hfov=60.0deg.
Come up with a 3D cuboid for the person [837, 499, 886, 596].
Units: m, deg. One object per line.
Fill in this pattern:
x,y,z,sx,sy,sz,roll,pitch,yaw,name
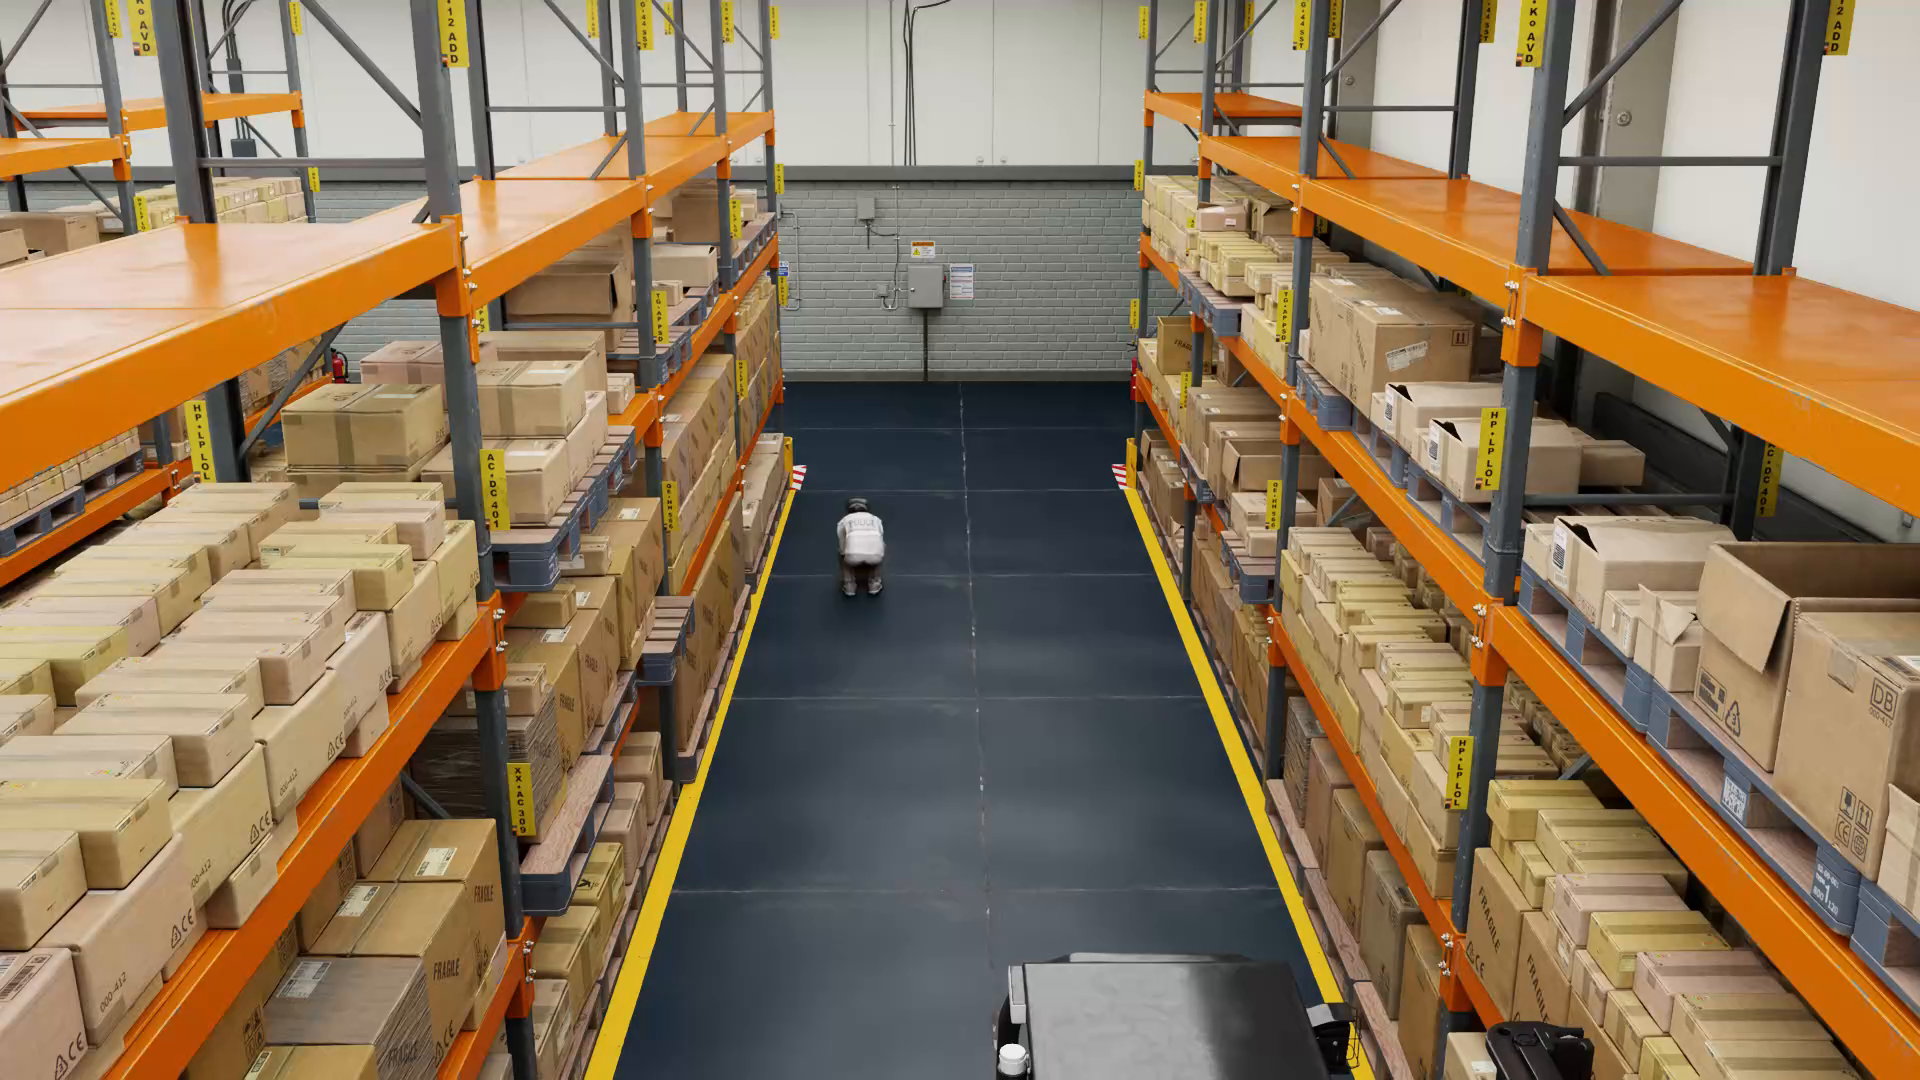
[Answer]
-0.909,0.092,15.347,0.456,0.819,0.899,-1,17,-3,person
